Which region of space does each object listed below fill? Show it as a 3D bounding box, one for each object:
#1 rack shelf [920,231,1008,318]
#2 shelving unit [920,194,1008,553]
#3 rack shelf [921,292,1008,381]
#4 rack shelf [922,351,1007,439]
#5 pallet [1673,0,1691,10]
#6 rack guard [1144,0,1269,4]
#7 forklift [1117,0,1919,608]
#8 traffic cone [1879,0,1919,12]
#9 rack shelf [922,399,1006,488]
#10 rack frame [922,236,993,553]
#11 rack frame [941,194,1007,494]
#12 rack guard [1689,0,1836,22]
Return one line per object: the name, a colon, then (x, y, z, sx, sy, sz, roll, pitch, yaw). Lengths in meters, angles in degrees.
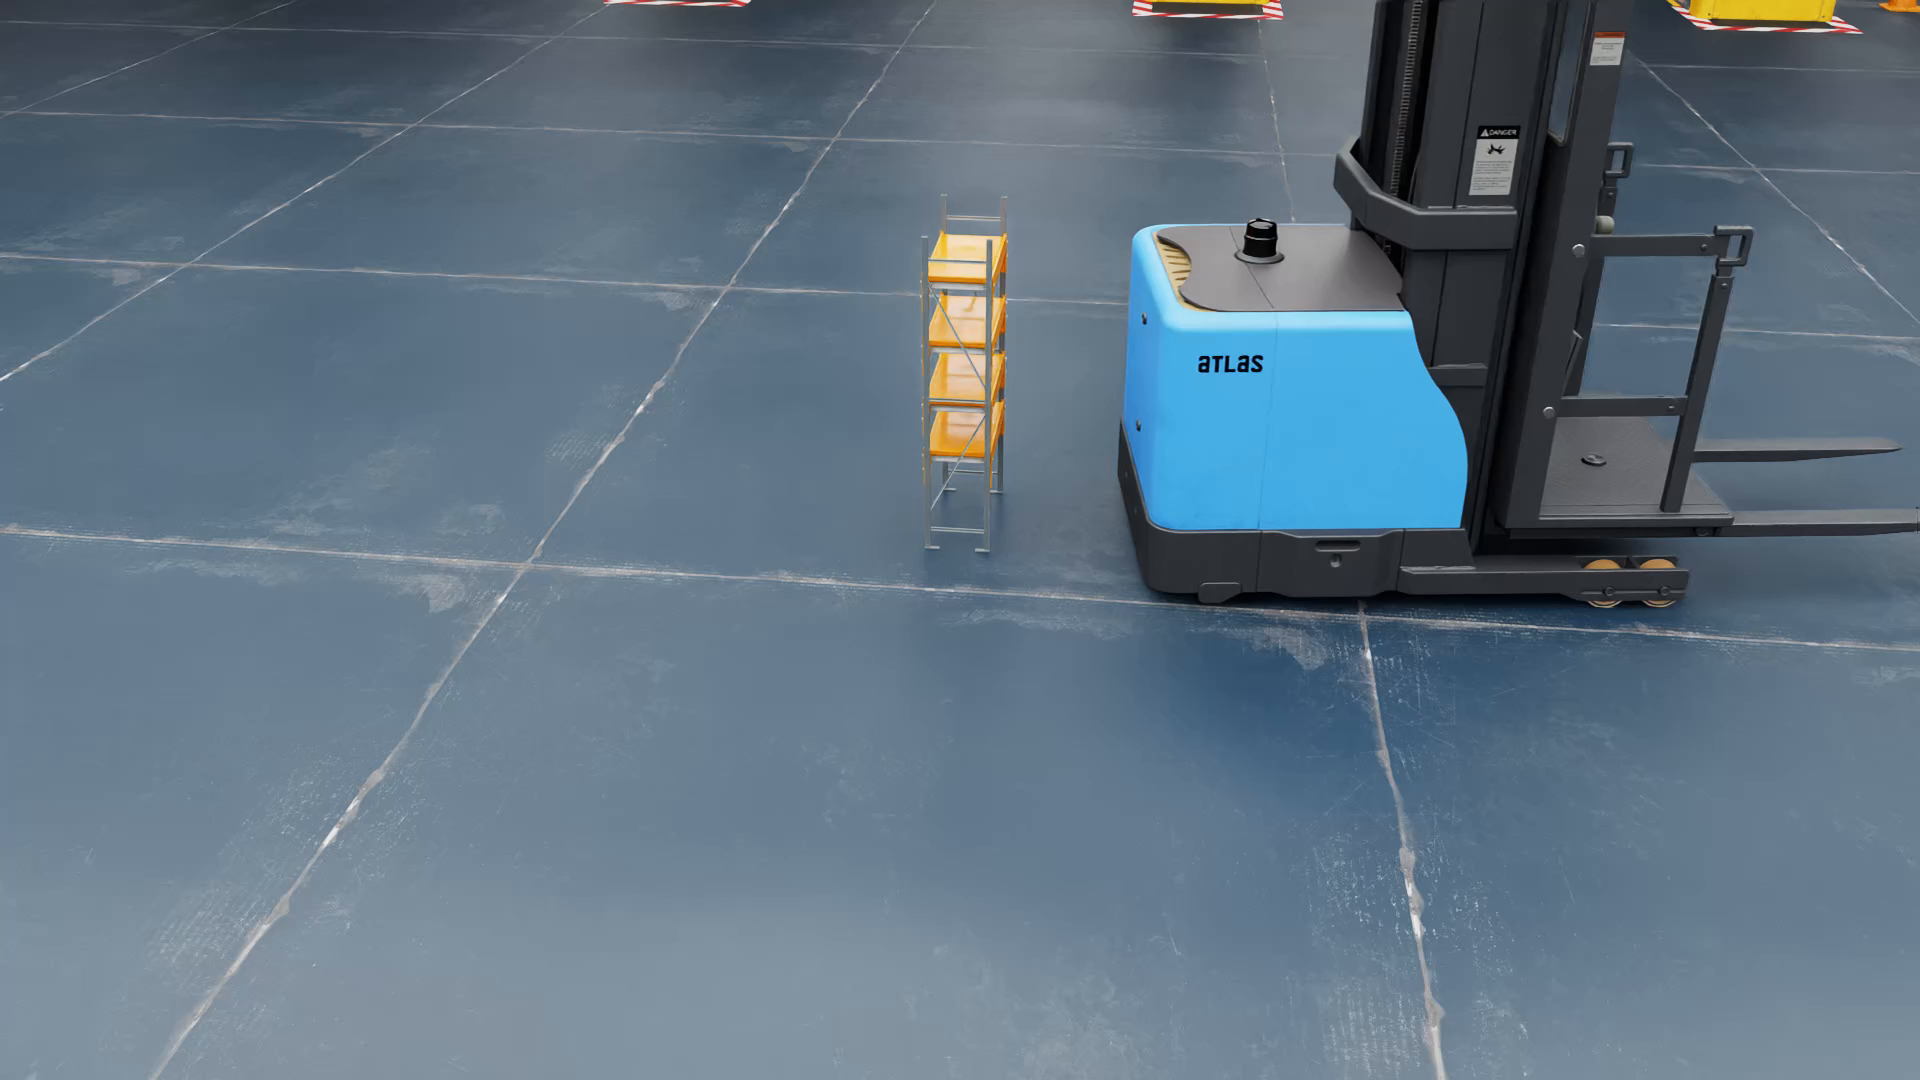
rack shelf: (0.020, -0.952, 5.924, 0.258, 0.148, 0.480, 3, 28, 6)
shelving unit: (0.020, -0.606, 6.110, 0.258, 1.200, 0.503, 3, 28, 6)
rack shelf: (0.020, -0.744, 6.036, 0.258, 0.148, 0.480, 3, 28, 6)
rack shelf: (0.020, -0.547, 6.142, 0.258, 0.148, 0.480, 3, 28, 6)
pallet: (7.251, -5.220, 15.717, 1.003, 0.211, 1.213, 3, 28, 6)
rack guard: (2.330, -5.338, 15.631, 1.175, 0.500, 0.348, 3, 28, 6)
forklift: (2.147, -1.305, 5.582, 3.031, 2.935, 1.130, -1, 28, -1)
traffic cone: (8.705, -5.117, 15.261, 0.336, 0.463, 0.334, 3, 28, 6)
rack shelf: (0.020, -0.372, 6.236, 0.258, 0.148, 0.480, 3, 28, 6)
rack frame: (-0.010, -0.491, 5.897, 0.240, 1.200, 0.015, 3, 28, 6)
rack frame: (0.050, -0.721, 6.323, 0.240, 1.200, 0.015, 3, 28, 6)
rack guard: (7.228, -4.955, 14.920, 1.175, 0.500, 0.348, 3, 28, 6)
